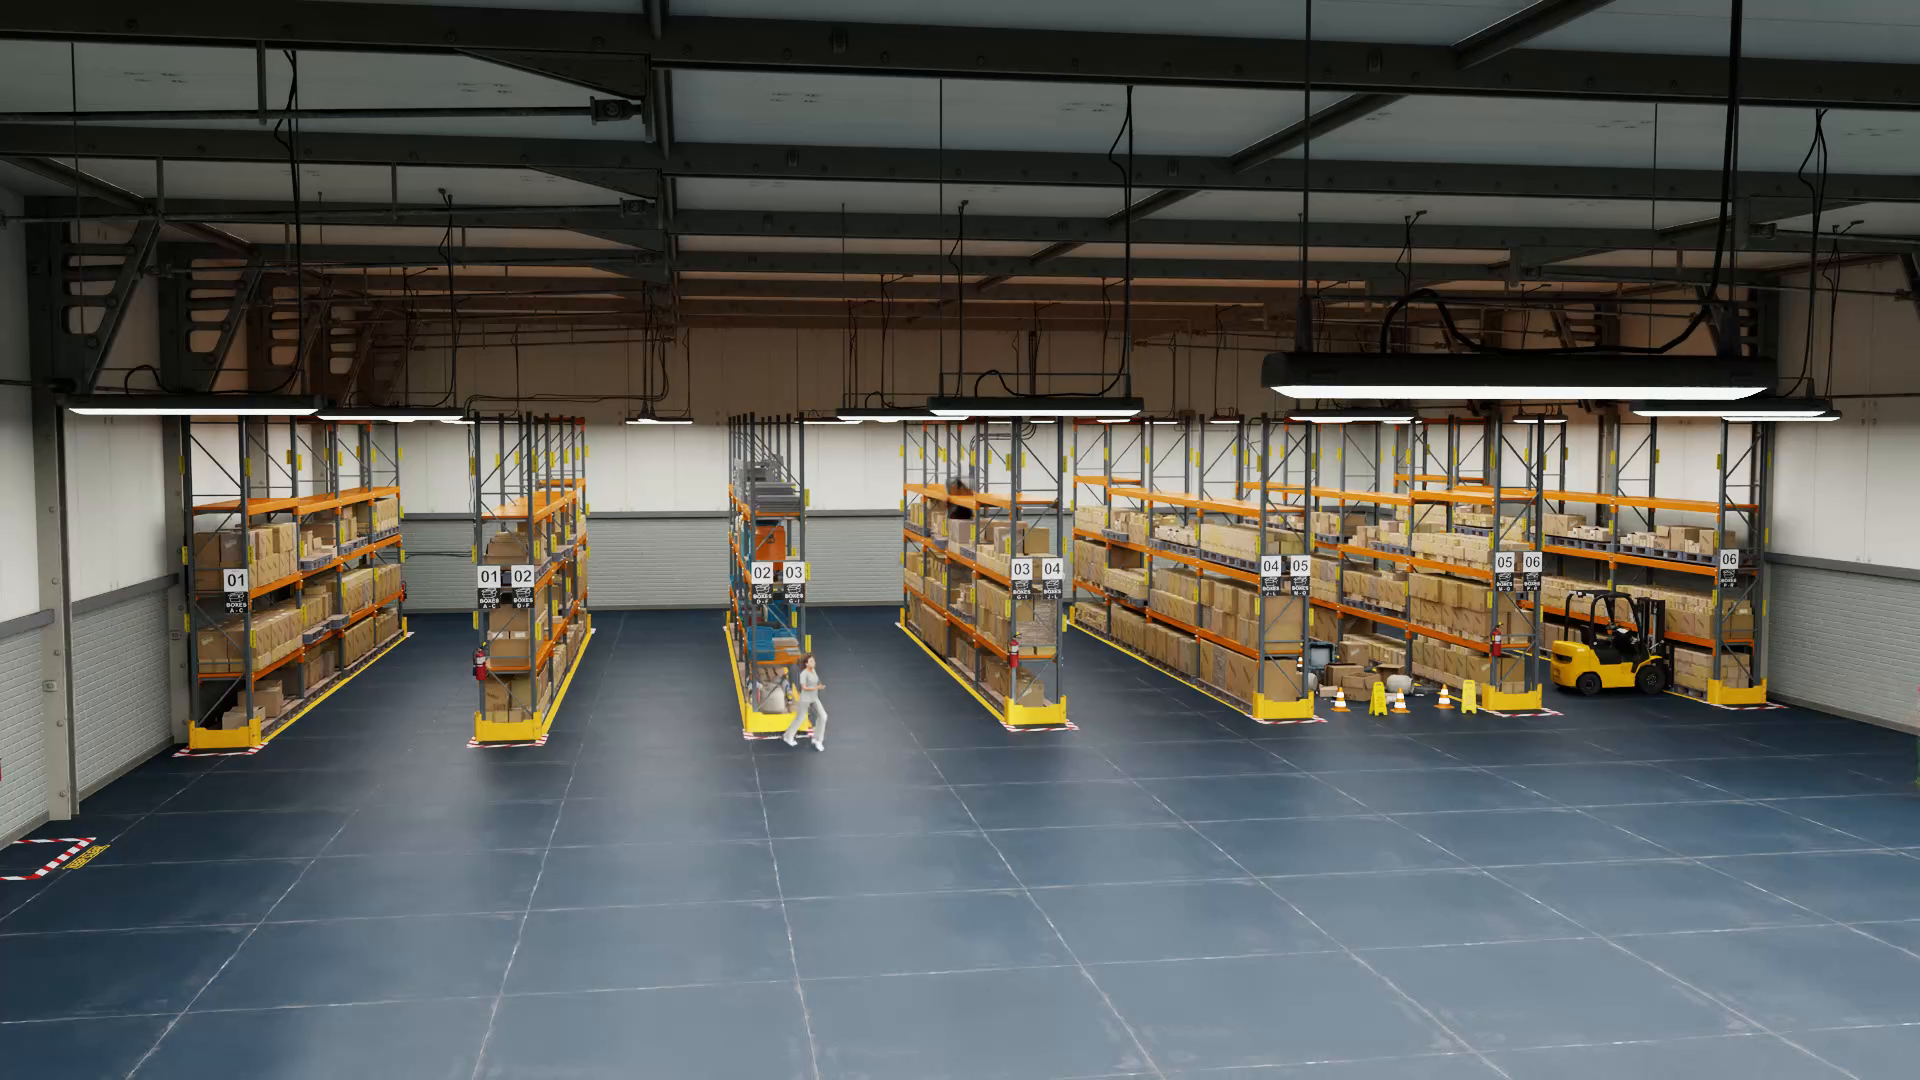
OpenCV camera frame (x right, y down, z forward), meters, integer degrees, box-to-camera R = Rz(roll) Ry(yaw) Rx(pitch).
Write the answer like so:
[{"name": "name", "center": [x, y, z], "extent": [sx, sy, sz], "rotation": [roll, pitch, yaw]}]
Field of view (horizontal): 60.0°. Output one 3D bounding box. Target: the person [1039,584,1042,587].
[{"name": "person", "center": [1.987, 1.602, 48.480], "extent": [0.631, 1.710, 0.784], "rotation": [3, 5, 40]}]

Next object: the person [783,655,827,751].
[{"name": "person", "center": [-2.721, 2.884, 29.557], "extent": [0.880, 1.712, 0.573], "rotation": [2, 5, 32]}]
